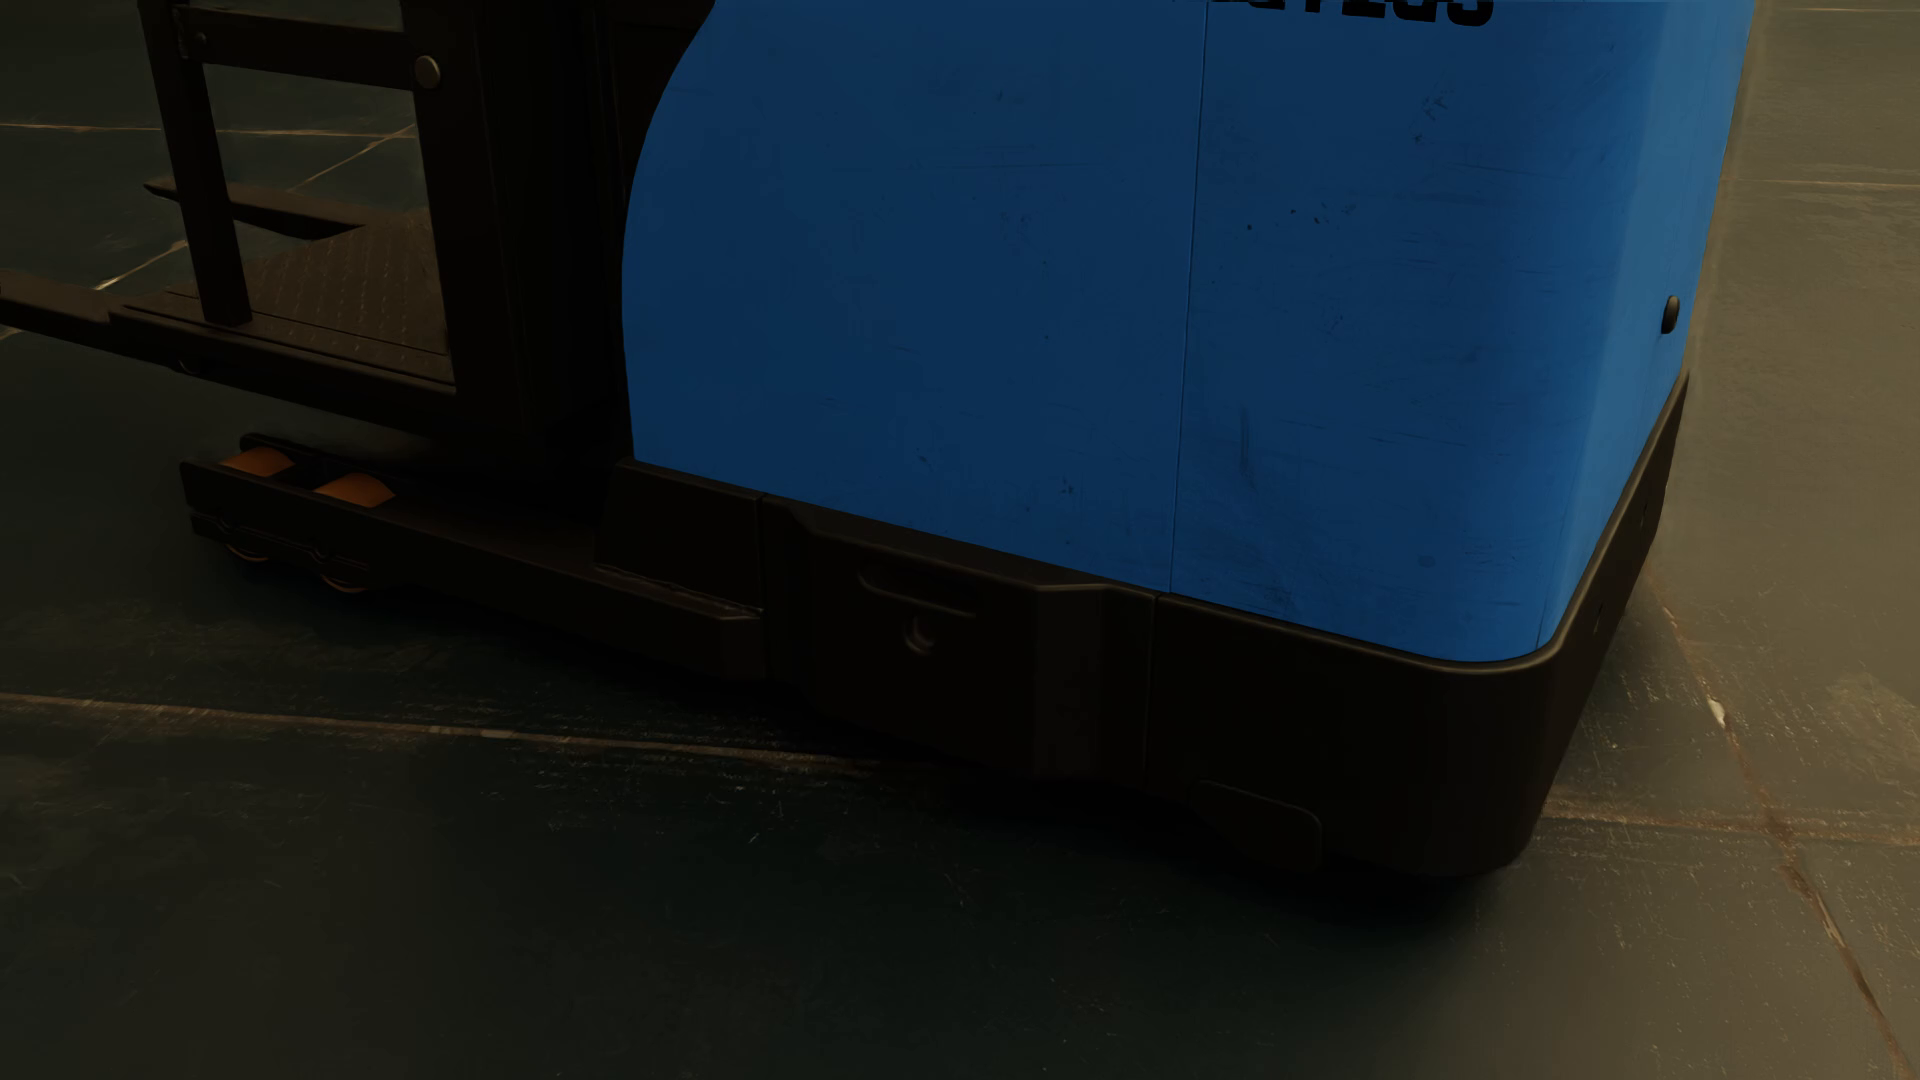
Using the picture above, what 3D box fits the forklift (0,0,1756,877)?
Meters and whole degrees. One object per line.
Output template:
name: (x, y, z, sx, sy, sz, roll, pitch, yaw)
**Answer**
forklift: (-0.537, -1.426, 2.075, 3.031, 2.935, 1.130, 14, 30, 26)
